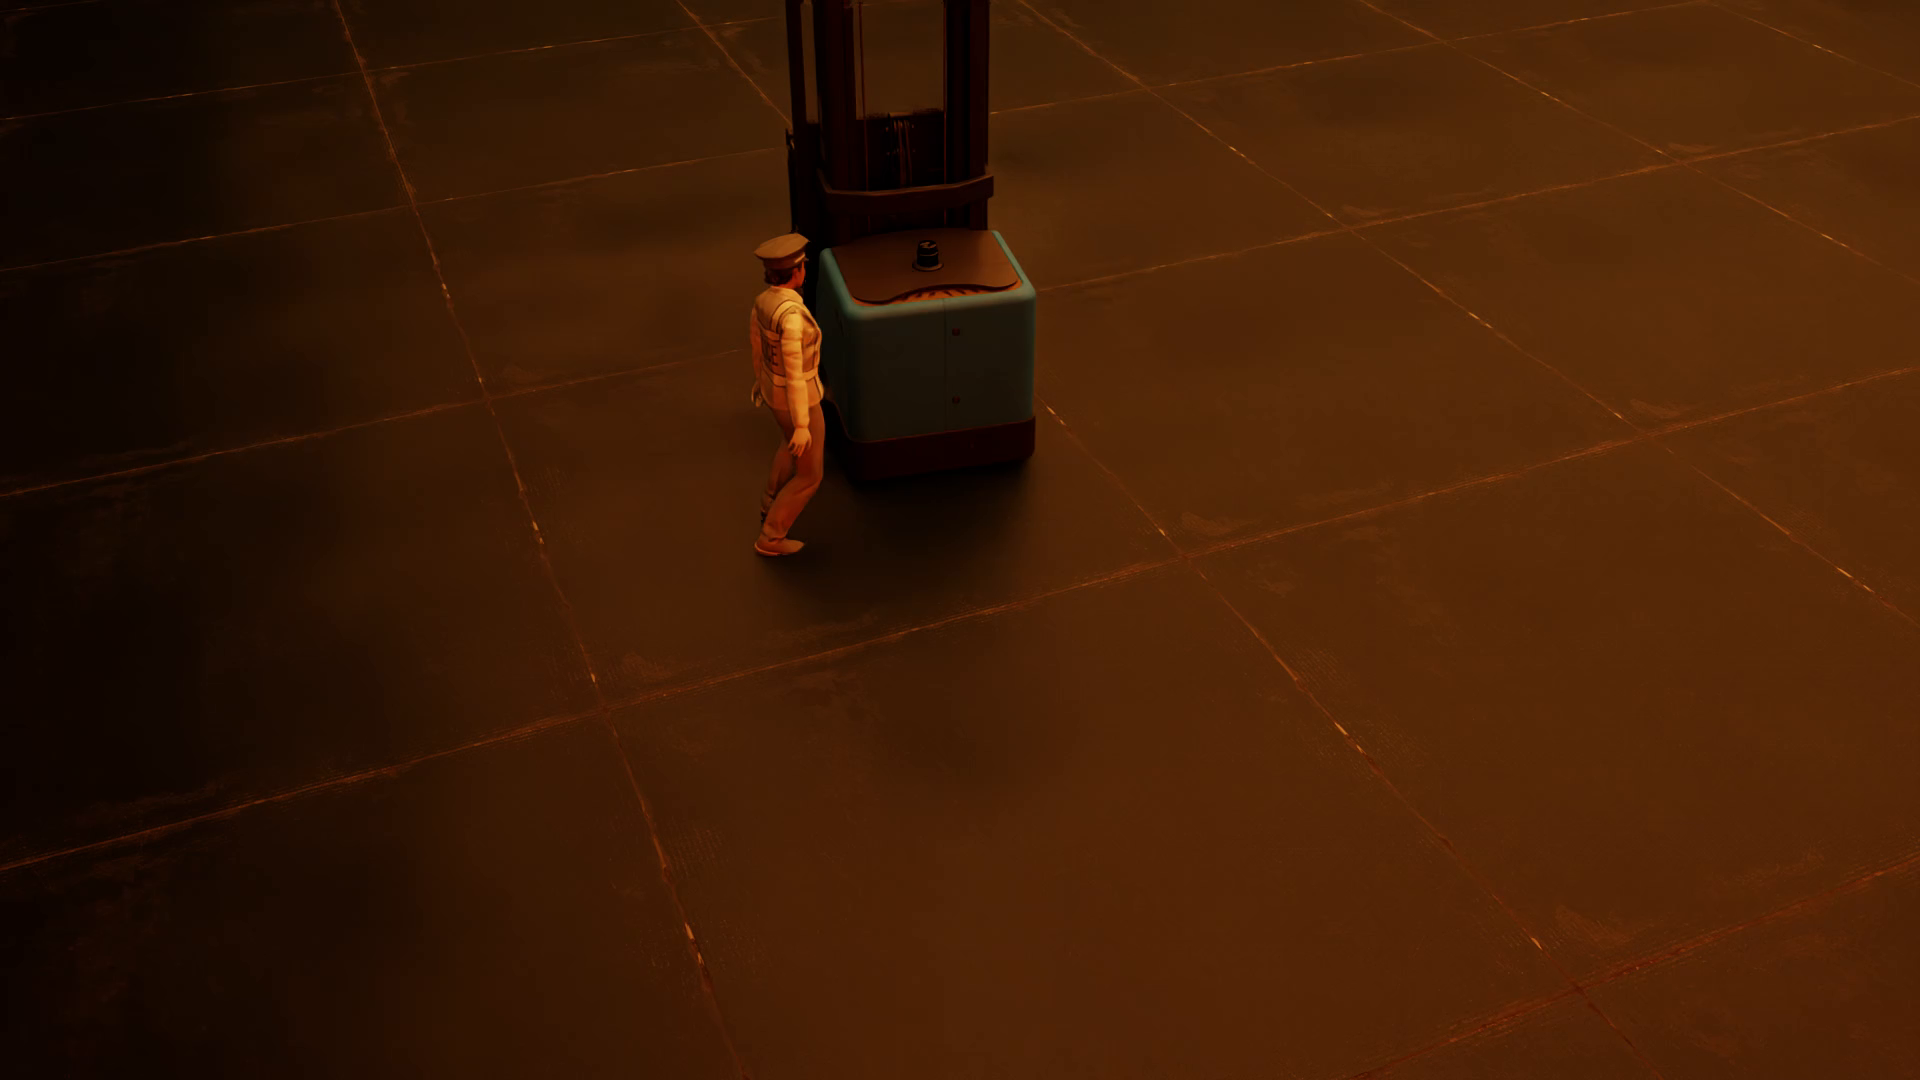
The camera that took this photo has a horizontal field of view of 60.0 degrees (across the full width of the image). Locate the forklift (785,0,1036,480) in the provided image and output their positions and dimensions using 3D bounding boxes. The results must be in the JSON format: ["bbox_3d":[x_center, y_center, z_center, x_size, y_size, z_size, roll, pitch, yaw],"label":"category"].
[{"bbox_3d":[-0.440,-2.369,9.430,1.130,2.935,3.031,-8,36,-11],"label":"forklift"}]

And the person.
[{"bbox_3d":[-0.887,-0.670,8.237,0.454,1.642,0.814,-13,37,-18],"label":"person"}]
